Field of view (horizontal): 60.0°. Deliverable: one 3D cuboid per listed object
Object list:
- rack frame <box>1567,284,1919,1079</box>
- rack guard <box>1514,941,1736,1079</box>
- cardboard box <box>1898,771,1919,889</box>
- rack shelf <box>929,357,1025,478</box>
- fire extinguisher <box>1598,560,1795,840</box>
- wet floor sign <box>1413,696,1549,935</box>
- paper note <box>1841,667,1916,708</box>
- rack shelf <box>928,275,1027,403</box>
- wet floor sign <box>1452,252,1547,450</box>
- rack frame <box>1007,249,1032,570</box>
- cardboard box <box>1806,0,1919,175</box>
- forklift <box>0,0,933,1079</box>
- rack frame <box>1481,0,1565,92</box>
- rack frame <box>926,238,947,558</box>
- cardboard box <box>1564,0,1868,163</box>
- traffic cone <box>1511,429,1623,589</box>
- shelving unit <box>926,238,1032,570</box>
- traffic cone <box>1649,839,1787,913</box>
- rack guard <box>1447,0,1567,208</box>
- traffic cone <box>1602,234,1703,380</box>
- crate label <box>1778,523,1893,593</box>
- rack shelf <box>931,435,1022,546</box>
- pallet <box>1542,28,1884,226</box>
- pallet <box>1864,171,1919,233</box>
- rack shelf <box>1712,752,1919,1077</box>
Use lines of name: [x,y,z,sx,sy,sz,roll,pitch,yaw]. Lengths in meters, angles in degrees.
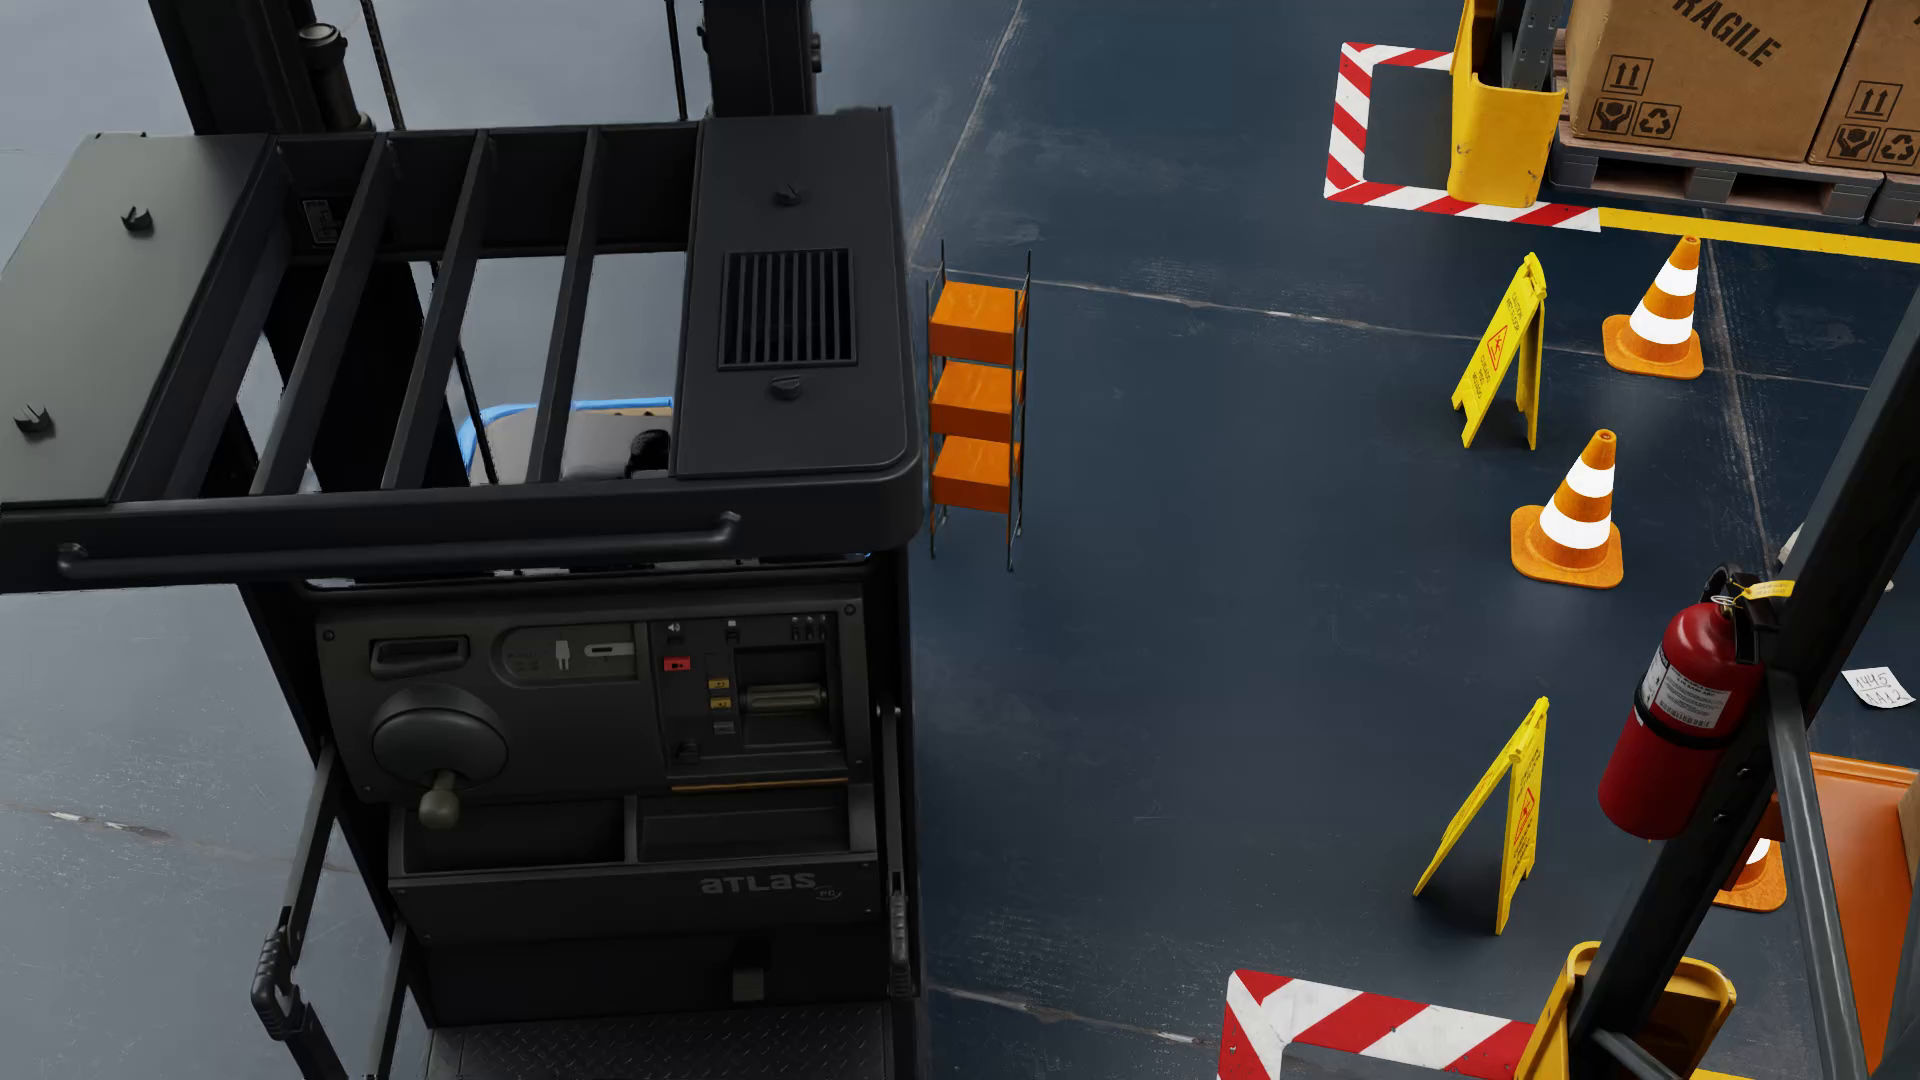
rack frame: [1.290,0.557,2.508,0.053,2.616,0.949,9,45,9]
rack guard: [1.365,1.467,3.365,0.348,0.500,1.175,9,45,9]
cardboard box: [1.702,0.557,2.689,0.250,0.149,0.380,10,45,10]
rack shelf: [0.052,-0.363,4.885,0.240,0.259,0.215,9,45,9]
fire extinguisher: [1.279,0.254,2.879,0.183,0.674,0.296,9,45,9]
wet floor sign: [1.339,0.650,4.109,0.232,0.644,0.267,24,49,23]
paper note: [2.648,0.421,4.791,0.142,0.019,0.148,-5,44,-5]
rack shelf: [0.052,-0.567,4.688,0.240,0.259,0.215,9,45,9]
wet floor sign: [1.812,-0.626,5.436,0.232,0.644,0.267,2,44,2]
rack frame: [0.171,-0.352,4.858,0.008,1.050,0.200,9,45,9]
cardboard box: [3.808,-2.006,6.401,0.875,0.875,0.875,8,45,8]
forklift: [-0.611,0.380,2.741,1.130,2.935,3.031,-3,44,-3]
rack frame: [2.273,-2.810,6.007,0.127,3.000,1.000,9,45,9]
rack frame: [-0.067,-0.389,4.897,0.008,1.050,0.200,9,45,9]
cardboard box: [2.949,-2.138,6.538,0.875,0.875,0.875,9,45,9]
traffic cone: [1.902,-0.142,5.063,0.334,0.463,0.336,9,45,9]
shelving unit: [0.052,-0.370,4.878,0.252,1.050,0.215,9,45,9]
traffic cone: [1.992,0.661,4.230,0.334,0.463,0.336,9,45,9]
rack guard: [2.249,-1.913,6.877,0.348,0.500,1.175,9,45,9]
traffic cone: [2.481,-0.855,5.805,0.334,0.463,0.336,9,45,9]
crate label: [2.683,0.053,5.096,0.298,0.136,0.250,-12,45,-12]
rack shelf: [0.052,-0.162,5.078,0.240,0.259,0.215,9,45,9]
pallet: [3.070,-1.737,6.903,1.213,0.211,1.003,9,45,9]
pallet: [4.257,-1.551,6.709,1.213,0.211,1.003,9,45,9]
rack shelf: [3.242,1.117,2.445,4.000,0.370,1.077,9,45,9]
